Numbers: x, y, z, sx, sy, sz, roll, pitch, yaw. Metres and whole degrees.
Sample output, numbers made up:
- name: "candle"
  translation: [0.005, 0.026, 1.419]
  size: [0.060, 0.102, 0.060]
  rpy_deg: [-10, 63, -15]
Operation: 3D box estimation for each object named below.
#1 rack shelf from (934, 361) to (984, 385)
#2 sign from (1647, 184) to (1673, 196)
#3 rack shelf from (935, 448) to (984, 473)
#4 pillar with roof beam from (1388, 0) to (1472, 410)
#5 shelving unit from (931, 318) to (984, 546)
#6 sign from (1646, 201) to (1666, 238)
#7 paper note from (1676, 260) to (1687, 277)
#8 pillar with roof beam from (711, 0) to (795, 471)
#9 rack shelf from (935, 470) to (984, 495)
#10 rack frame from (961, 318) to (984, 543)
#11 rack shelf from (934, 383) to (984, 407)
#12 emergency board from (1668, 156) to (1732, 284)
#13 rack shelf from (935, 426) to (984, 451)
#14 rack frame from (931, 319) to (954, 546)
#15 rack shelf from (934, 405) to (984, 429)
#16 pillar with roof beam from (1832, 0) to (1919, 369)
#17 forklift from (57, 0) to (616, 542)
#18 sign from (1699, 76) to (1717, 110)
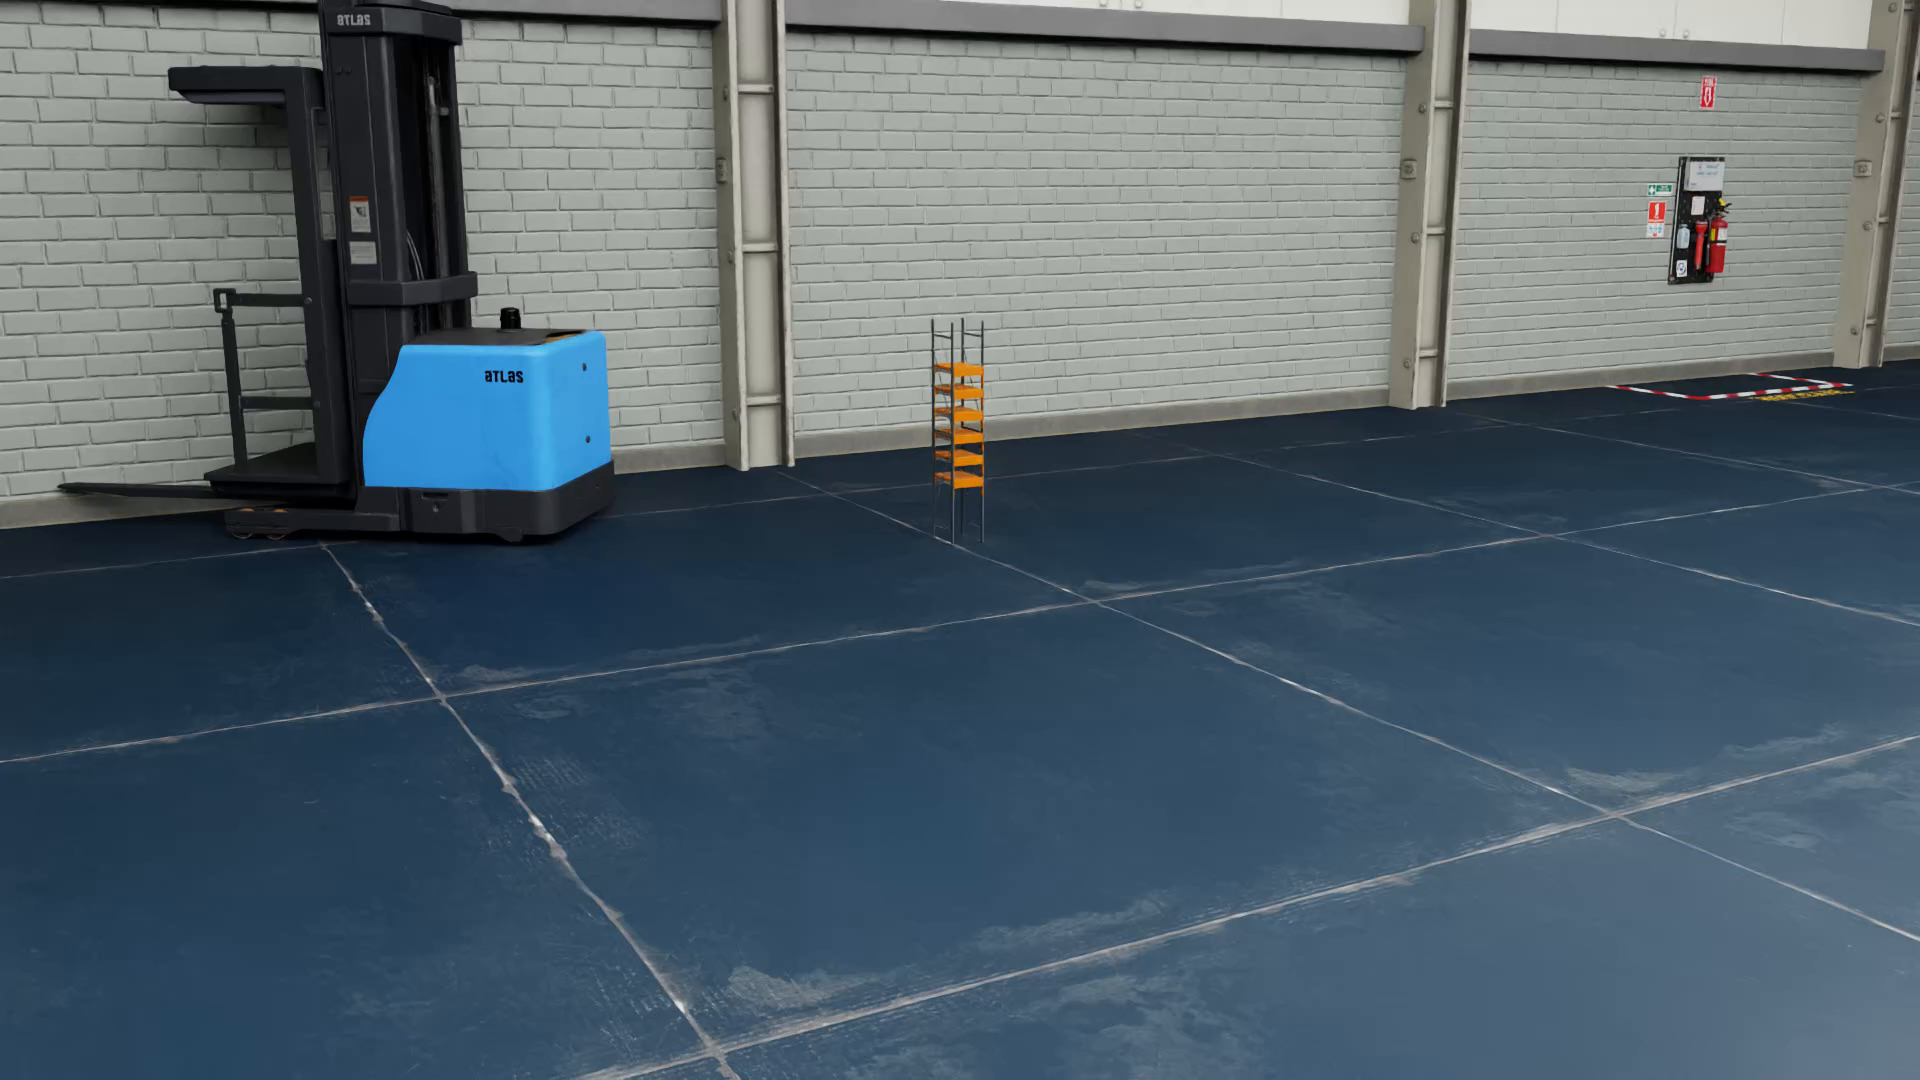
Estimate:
- name: "rack shelf"
  translation: [-0.013, -0.892, 8.901]
  size: [0.180, 0.103, 0.258]
  rpy_deg: [-7, 14, -28]
- name: "sign"
  translation: [6.448, -3.224, 15.316]
  size: [0.331, 0.109, 0.001]
  rpy_deg: [-7, 14, -28]
- name: "rack shelf"
  translation: [-0.013, -0.423, 9.007]
  size: [0.180, 0.103, 0.258]
  rpy_deg: [-7, 14, -28]
- name: "pillar with roof beam"
  translation: [5.958, -4.706, 9.526]
  size: [0.400, 9.000, 9.100]
  rpy_deg: [-7, 14, -28]
- name: "shelving unit"
  translation: [-0.013, -0.584, 8.971]
  size: [0.189, 1.200, 0.258]
  rpy_deg: [-7, 14, -28]
- name: "sign"
  translation: [6.440, -2.967, 15.380]
  size: [0.234, 0.329, 0.001]
  rpy_deg: [-7, 14, -28]
- name: "paper note"
  translation: [6.786, -2.553, 15.627]
  size: [0.142, 0.148, 0.016]
  rpy_deg: [-7, 14, -28]
- name: "pillar with roof beam"
  translation: [0.692, -4.075, 6.722]
  size: [0.400, 9.000, 9.100]
  rpy_deg: [-7, 14, -28]
- name: "rack shelf"
  translation: [-0.013, -0.306, 9.033]
  size: [0.180, 0.103, 0.258]
  rpy_deg: [-7, 14, -28]
- name: "rack frame"
  translation: [0.068, -0.593, 9.013]
  size: [0.006, 1.200, 0.240]
  rpy_deg: [-7, 14, -28]
- name: "rack shelf"
  translation: [-0.013, -0.775, 8.928]
  size: [0.180, 0.103, 0.258]
  rpy_deg: [-7, 14, -28]
- name: "emergency board"
  translation: [6.975, -2.988, 15.554]
  size: [0.643, 1.169, 0.194]
  rpy_deg: [-7, 14, -28]
- name: "rack shelf"
  translation: [-0.013, -0.540, 8.980]
  size: [0.180, 0.103, 0.258]
  rpy_deg: [-7, 14, -28]
- name: "rack frame"
  translation: [-0.093, -0.574, 8.928]
  size: [0.006, 1.200, 0.240]
  rpy_deg: [-7, 14, -28]
- name: "rack shelf"
  translation: [-0.013, -0.658, 8.954]
  size: [0.180, 0.103, 0.258]
  rpy_deg: [-7, 14, -28]
- name: "pillar with roof beam"
  translation: [11.225, -5.338, 12.331]
  size: [0.400, 9.000, 9.100]
  rpy_deg: [-7, 14, -28]
- name: "forklift"
  translation: [-3.593, -1.544, 9.295]
  size: [3.031, 2.935, 1.130]
  rpy_deg: [2, 13, 8]
- name: "sign"
  translation: [6.920, -4.137, 15.381]
  size: [0.199, 0.298, 0.001]
  rpy_deg: [-7, 14, -28]
